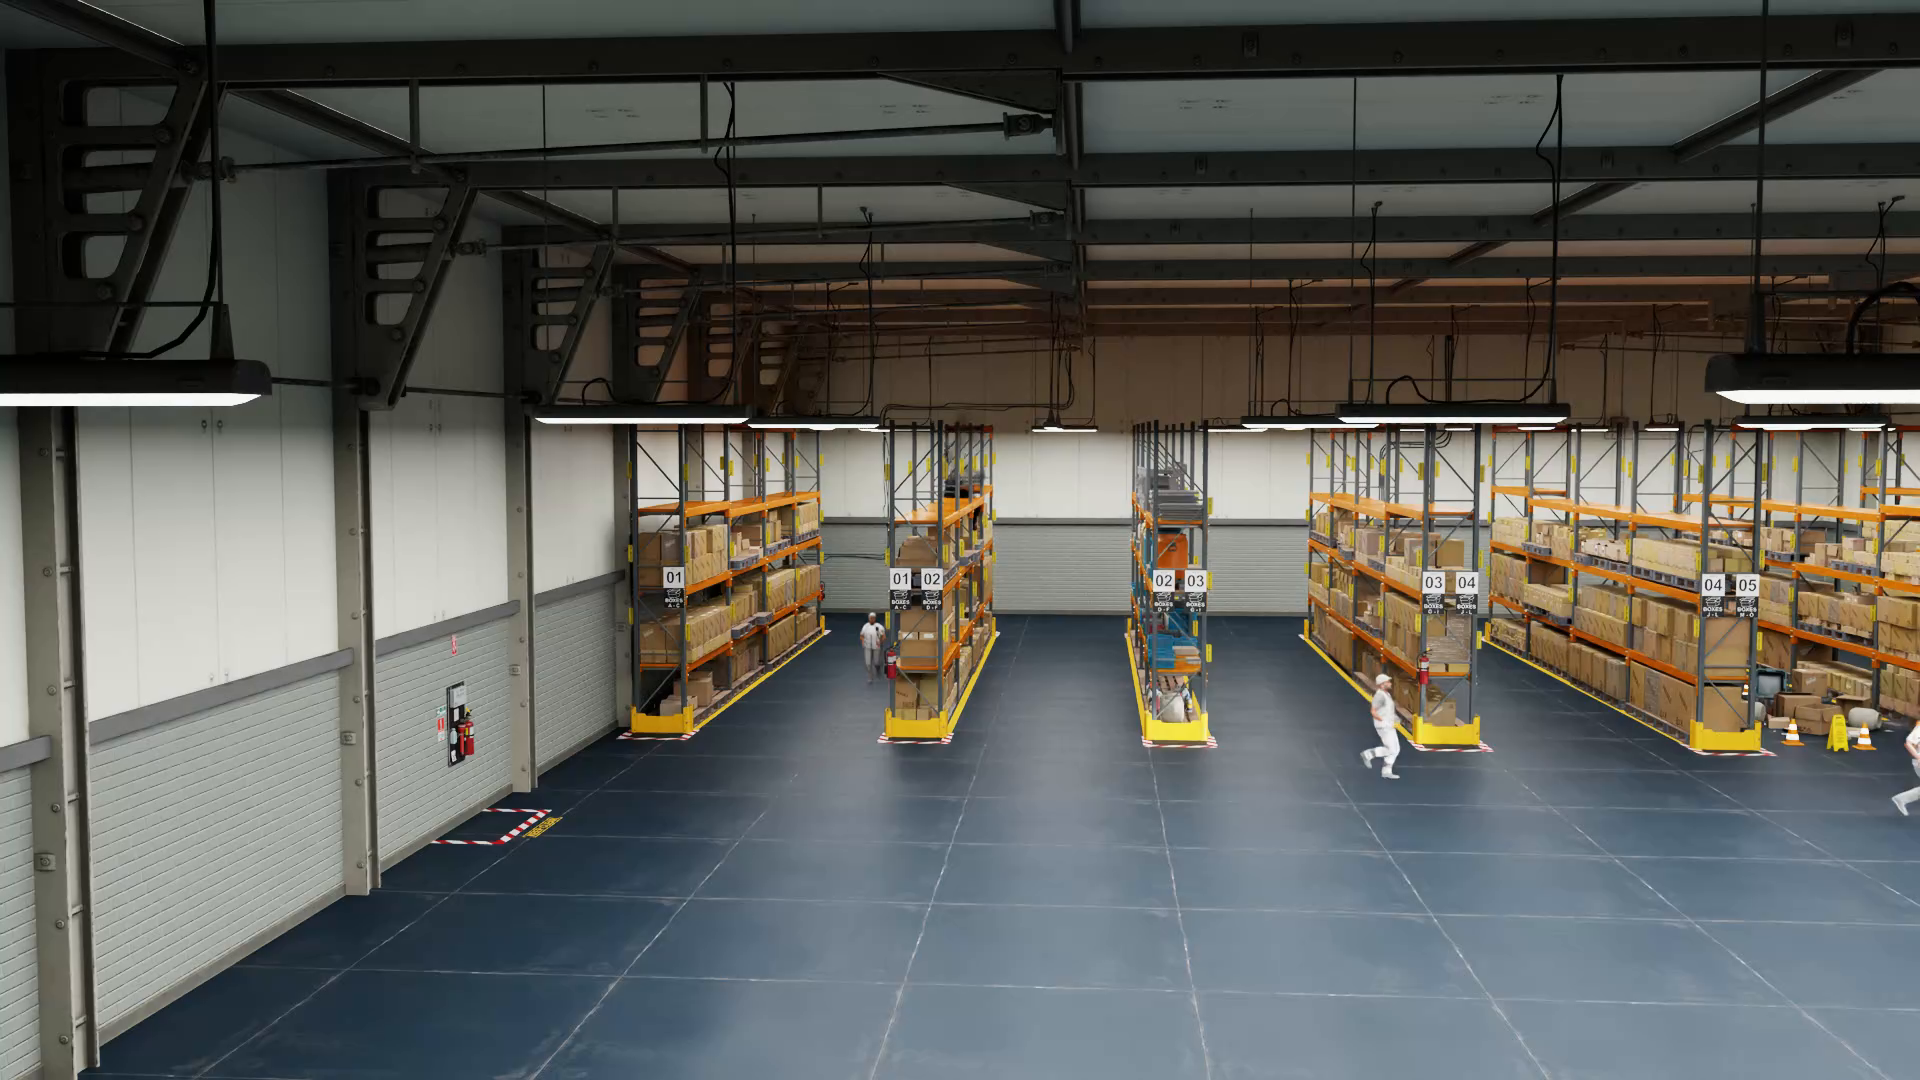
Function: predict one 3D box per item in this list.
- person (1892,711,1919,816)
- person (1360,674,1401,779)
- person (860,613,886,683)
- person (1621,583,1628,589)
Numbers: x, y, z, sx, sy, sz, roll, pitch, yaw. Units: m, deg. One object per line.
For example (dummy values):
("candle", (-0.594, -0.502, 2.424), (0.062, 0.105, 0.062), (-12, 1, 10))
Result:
("person", (14.140, 3.294, 24.301), (0.691, 1.750, 0.887), (-3, 5, -43))
("person", (7.027, 3.099, 27.724), (0.638, 1.739, 0.655), (2, 4, 27))
("person", (-2.027, 2.486, 38.378), (0.605, 1.615, 0.558), (0, 4, 4))
("person", (19.057, 1.964, 47.330), (0.623, 1.568, 0.558), (1, 4, 12))
